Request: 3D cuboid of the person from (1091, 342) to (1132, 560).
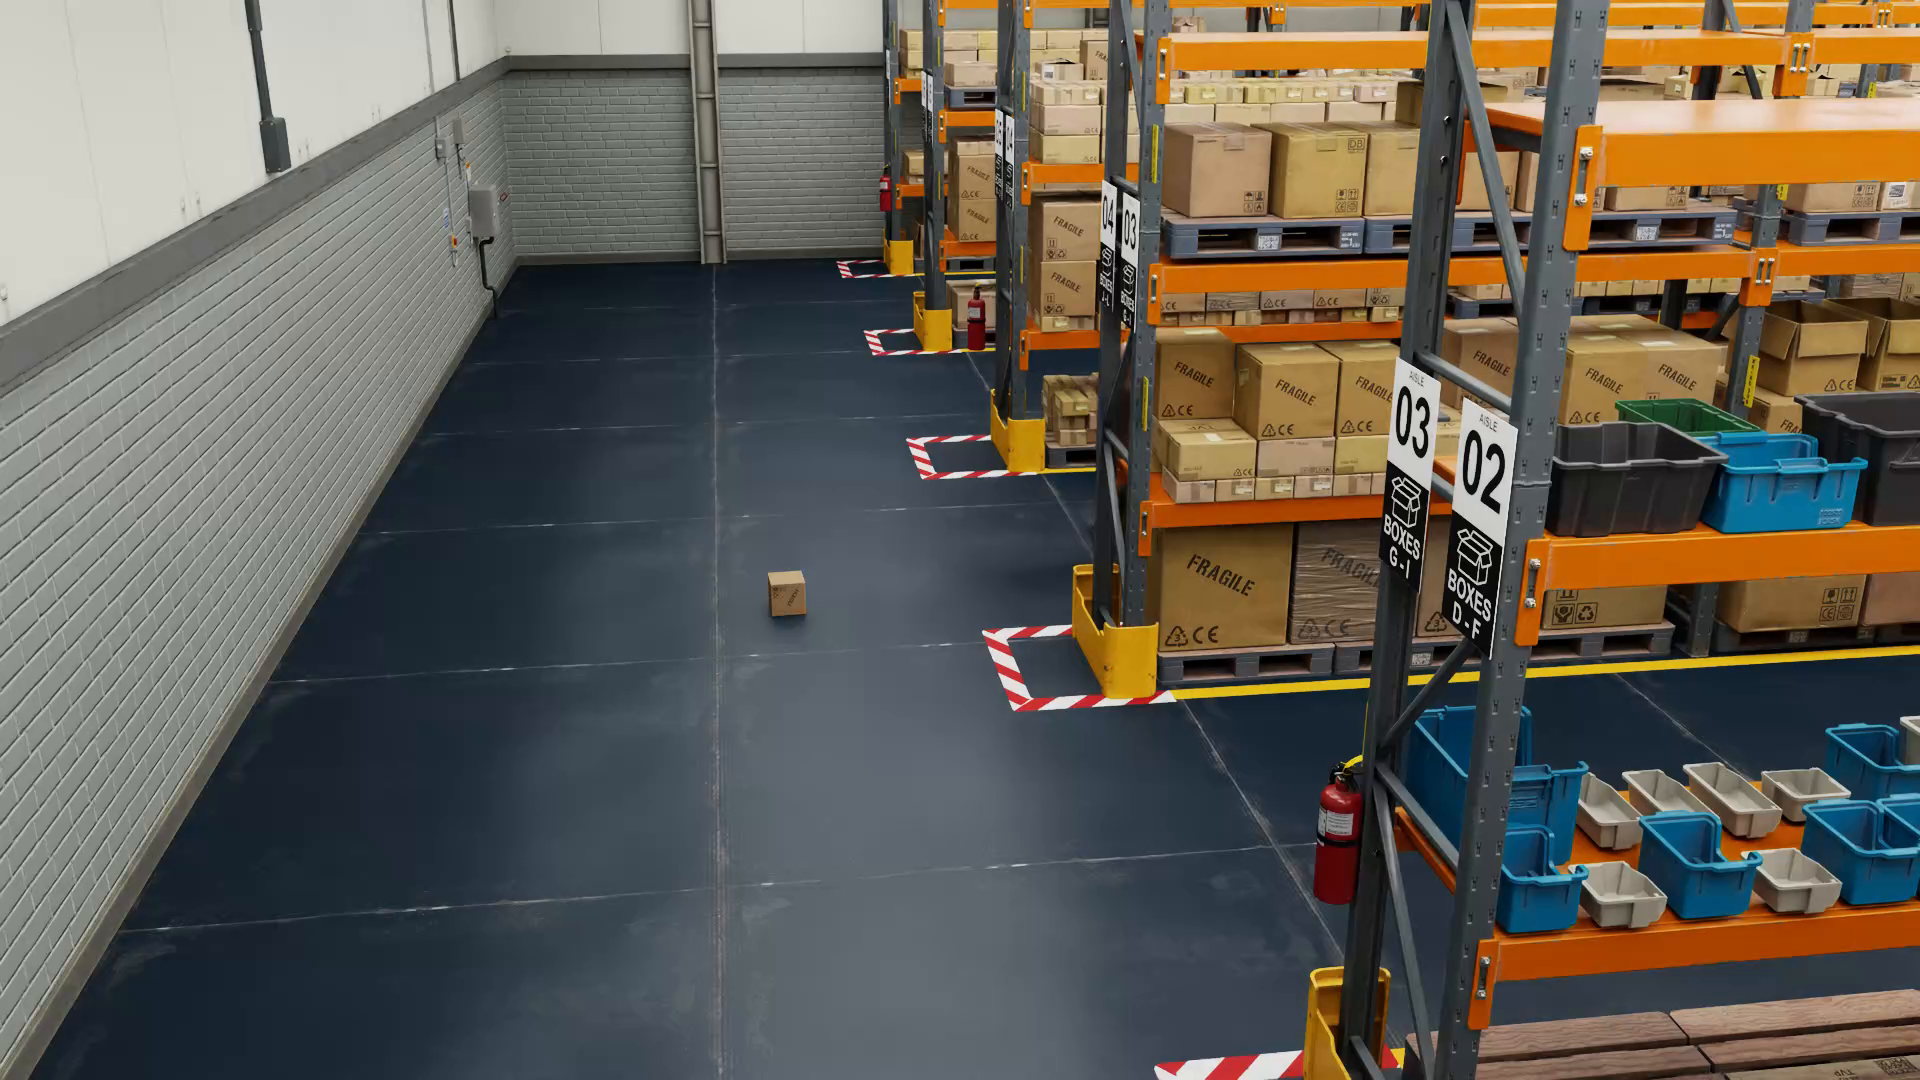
[{"bbox_3d":[1.336,-0.684,12.947,0.534,1.780,0.593,-9,21,-23],"label":"person"}]
